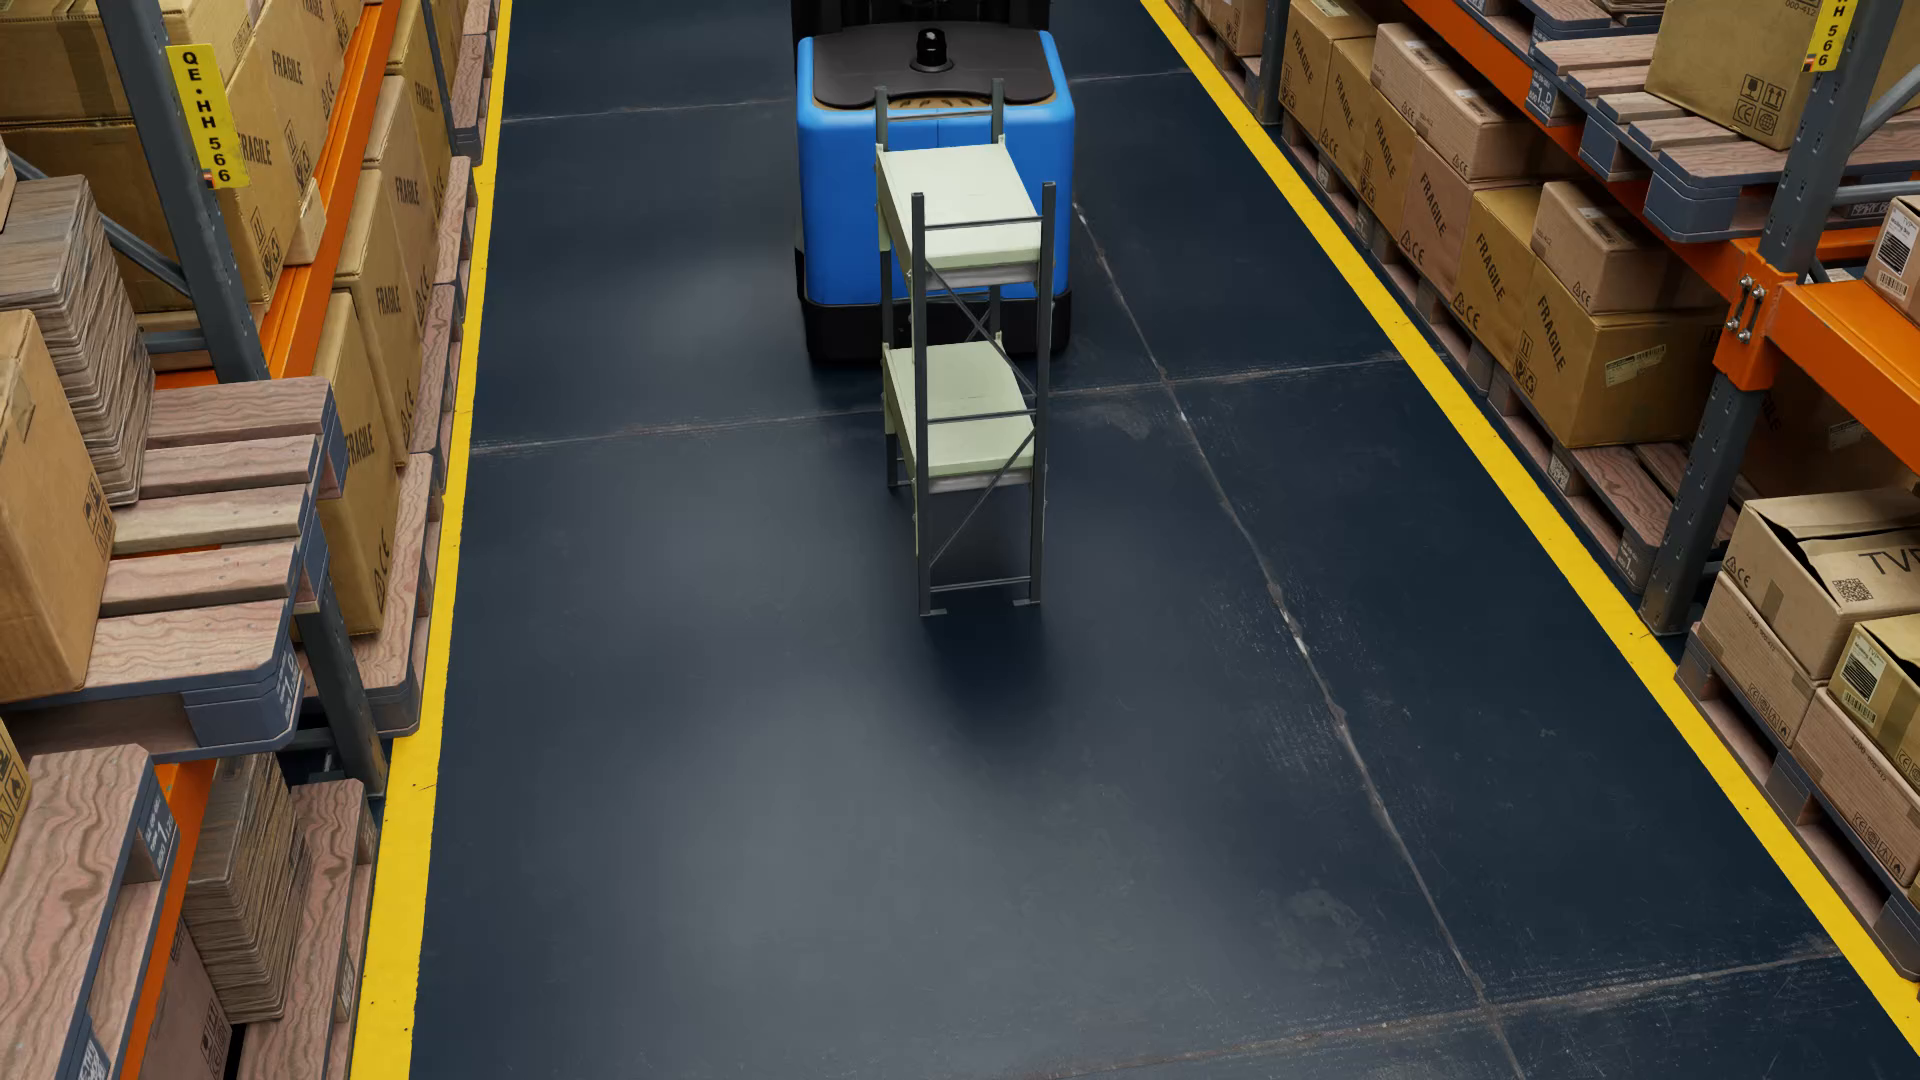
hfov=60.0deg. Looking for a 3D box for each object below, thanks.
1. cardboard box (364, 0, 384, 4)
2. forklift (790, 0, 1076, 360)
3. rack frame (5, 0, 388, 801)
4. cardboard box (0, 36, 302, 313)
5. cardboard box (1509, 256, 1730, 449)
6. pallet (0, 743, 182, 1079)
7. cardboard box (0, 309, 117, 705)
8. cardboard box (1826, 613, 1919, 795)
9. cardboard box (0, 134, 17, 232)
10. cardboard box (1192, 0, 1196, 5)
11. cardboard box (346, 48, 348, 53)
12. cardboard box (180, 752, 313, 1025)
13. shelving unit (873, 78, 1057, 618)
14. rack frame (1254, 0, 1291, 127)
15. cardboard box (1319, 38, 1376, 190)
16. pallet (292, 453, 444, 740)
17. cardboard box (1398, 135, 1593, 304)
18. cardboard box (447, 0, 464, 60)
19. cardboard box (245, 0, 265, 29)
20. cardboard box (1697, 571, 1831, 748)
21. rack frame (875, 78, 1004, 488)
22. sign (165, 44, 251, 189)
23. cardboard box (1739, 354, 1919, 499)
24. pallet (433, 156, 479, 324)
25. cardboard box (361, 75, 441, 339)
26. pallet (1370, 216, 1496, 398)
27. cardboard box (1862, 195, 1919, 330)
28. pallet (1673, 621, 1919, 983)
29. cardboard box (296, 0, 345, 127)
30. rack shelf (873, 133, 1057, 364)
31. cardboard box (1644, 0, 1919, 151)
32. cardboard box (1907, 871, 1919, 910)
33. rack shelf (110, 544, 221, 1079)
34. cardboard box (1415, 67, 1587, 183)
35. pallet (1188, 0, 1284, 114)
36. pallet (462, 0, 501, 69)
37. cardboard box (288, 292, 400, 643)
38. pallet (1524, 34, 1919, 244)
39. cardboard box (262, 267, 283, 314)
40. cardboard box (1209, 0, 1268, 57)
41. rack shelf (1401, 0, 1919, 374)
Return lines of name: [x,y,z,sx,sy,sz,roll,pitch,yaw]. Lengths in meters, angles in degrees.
cardboard box: [-2.352,-2.109,6.209,0.380,0.149,0.250,-6,38,-8]
forklift: [-0.185,-2.754,6.906,1.130,2.935,3.031,-2,38,-3]
rack frame: [-2.161,-0.423,3.849,1.000,3.000,0.127,-6,38,-8]
cardboard box: [-1.994,-0.909,4.134,0.500,0.500,0.500,-5,38,-7]
cardboard box: [2.320,-0.684,5.865,0.500,0.500,0.500,-5,38,-6]
pallet: [-1.774,0.844,2.375,1.003,0.211,1.213,-6,38,-8]
cardboard box: [-1.944,-0.019,2.889,0.700,0.500,0.500,-10,39,-12]
cardboard box: [2.618,0.405,4.226,0.500,0.311,0.500,-7,38,-9]
cardboard box: [-2.071,-0.687,3.221,0.380,0.149,0.250,-11,39,-14]
cardboard box: [1.503,-3.253,9.325,0.500,0.311,0.500,-6,38,-8]
cardboard box: [-2.345,-1.802,5.813,0.380,0.149,0.250,-7,38,-9]
cardboard box: [-1.984,0.820,3.929,0.700,0.500,0.500,-6,38,-7]
shelving unit: [0.001,-0.588,5.285,0.431,1.500,0.755,-6,38,-8]
rack frame: [2.014,-3.374,7.648,1.000,3.000,0.127,-6,38,-8]
cardboard box: [1.963,-1.921,7.457,0.500,0.500,0.500,-6,38,-7]
pallet: [-2.225,0.194,5.328,1.003,0.211,1.213,-6,38,-8]
cardboard box: [2.132,-1.313,6.674,0.500,0.500,0.500,-8,38,-10]
cardboard box: [-2.977,-2.784,8.584,0.700,0.500,0.500,-7,38,-8]
cardboard box: [-2.082,-1.510,4.298,0.500,0.250,0.500,-7,38,-9]
cardboard box: [2.518,0.310,4.805,0.500,0.250,0.500,-6,38,-8]
rack frame: [-0.063,-0.809,5.569,0.400,1.500,0.023,-6,38,-8]
sign: [-1.629,-0.913,3.601,0.100,0.325,0.005,-6,38,-8]
cardboard box: [2.917,-0.450,5.563,0.500,0.500,0.500,-5,38,-6]
pallet: [-2.653,-1.280,7.225,1.003,0.211,1.213,-6,38,-8]
cardboard box: [-2.462,-1.241,6.312,0.750,0.750,0.750,-5,38,-7]
pallet: [2.411,-1.047,6.926,1.003,0.211,1.213,-6,38,-8]
cardboard box: [2.736,-0.698,4.277,0.500,0.311,0.500,-4,38,-5]
pallet: [2.821,0.645,4.748,1.003,0.211,1.213,-6,38,-8]
cardboard box: [-2.163,-1.526,4.929,0.500,0.500,0.500,-6,38,-8]
rack shelf: [0.001,-0.896,5.045,0.431,0.370,0.720,-6,38,-8]
cardboard box: [2.494,-1.532,4.853,0.700,0.500,0.500,-19,42,-23]
cardboard box: [2.704,0.927,4.011,0.500,0.250,0.500,-7,38,-9]
rack shelf: [-1.810,1.069,2.515,1.077,0.370,4.000,-6,38,-8]
cardboard box: [2.123,-1.631,6.473,0.500,0.250,0.500,-7,38,-9]
pallet: [1.894,-2.688,9.038,1.003,0.211,1.213,-6,38,-8]
pallet: [-3.136,-2.944,9.367,1.003,0.211,1.213,-6,38,-8]
cardboard box: [-2.161,-0.198,4.970,0.750,0.750,0.750,-7,38,-9]
pallet: [2.527,-1.284,5.114,1.213,0.211,1.003,-6,38,-8]
cardboard box: [-2.026,-0.709,4.405,0.380,0.149,0.250,-6,38,-7]
cardboard box: [1.635,-2.874,8.684,0.500,0.500,0.500,-6,38,-8]
rack shelf: [2.365,-1.882,6.314,1.077,0.370,4.000,-6,38,-8]
